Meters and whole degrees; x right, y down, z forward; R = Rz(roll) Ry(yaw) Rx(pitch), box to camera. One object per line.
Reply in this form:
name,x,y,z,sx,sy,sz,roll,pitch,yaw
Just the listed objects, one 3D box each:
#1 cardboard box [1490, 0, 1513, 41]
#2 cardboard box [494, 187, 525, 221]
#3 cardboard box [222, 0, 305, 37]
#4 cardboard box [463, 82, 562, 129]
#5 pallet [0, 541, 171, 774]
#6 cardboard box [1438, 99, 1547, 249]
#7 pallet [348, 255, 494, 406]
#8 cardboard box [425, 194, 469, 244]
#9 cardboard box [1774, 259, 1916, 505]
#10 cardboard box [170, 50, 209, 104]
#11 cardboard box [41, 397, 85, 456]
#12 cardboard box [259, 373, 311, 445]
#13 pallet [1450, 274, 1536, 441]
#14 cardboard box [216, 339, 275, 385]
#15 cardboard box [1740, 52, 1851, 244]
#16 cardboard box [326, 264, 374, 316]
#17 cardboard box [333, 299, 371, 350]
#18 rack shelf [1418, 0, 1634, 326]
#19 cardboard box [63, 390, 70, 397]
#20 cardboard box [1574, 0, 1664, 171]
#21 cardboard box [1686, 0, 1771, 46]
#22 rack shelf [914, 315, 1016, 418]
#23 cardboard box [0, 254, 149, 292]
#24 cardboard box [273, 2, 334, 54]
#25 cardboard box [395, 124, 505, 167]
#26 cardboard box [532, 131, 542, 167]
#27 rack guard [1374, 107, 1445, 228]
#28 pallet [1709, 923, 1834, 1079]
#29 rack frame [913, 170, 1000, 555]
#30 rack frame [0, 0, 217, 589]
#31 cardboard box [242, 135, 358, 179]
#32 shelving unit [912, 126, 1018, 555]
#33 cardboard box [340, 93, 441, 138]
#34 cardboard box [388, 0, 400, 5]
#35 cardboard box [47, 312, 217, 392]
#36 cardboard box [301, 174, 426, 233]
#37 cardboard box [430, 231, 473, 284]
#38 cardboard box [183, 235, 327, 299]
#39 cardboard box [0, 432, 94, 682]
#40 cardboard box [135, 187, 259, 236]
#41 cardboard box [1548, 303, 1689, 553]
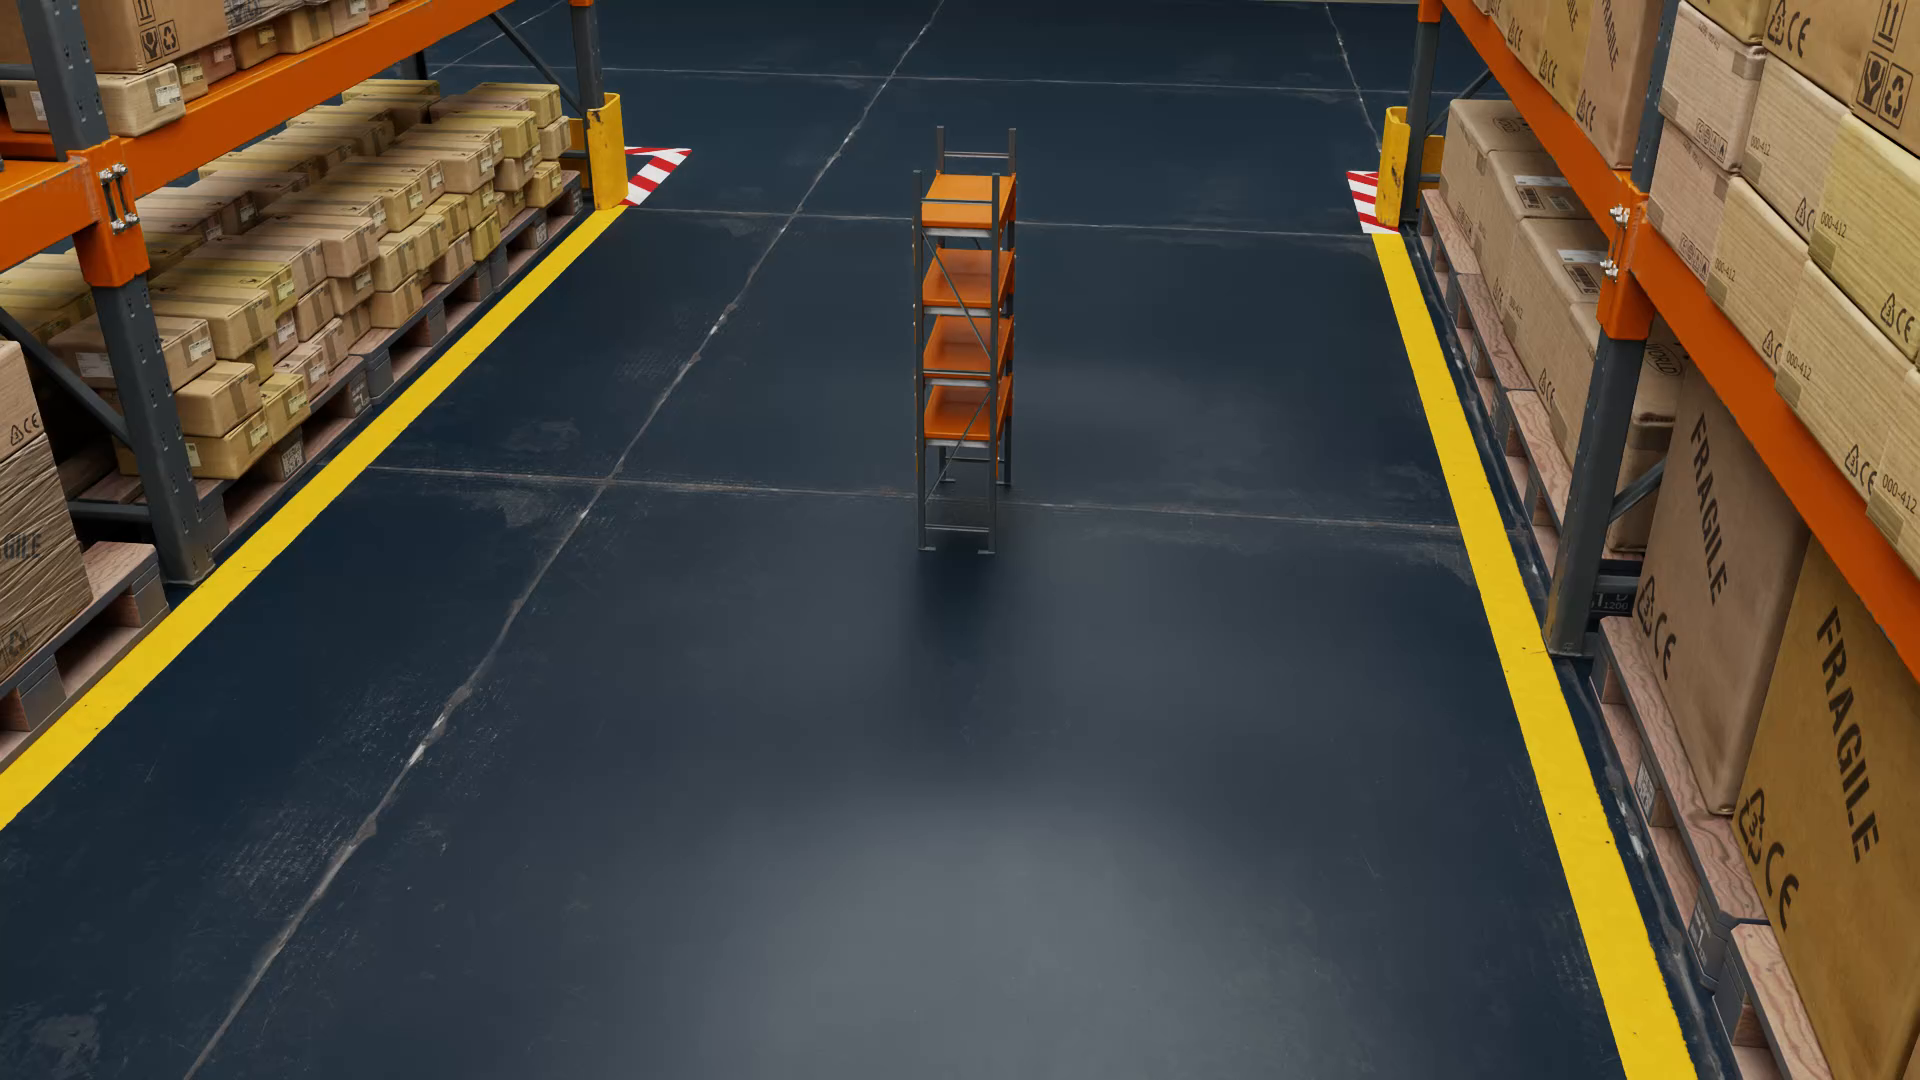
cardboard box,2.134,-1.996,5.686,0.500,0.500,0.500,4,29,8
cardboard box,-2.194,-1.539,7.508,0.380,0.149,0.250,3,28,6
cardboard box,-2.414,-1.860,5.120,0.500,0.500,0.500,3,28,6
cardboard box,-2.101,-2.044,7.816,0.380,0.149,0.250,4,29,7
pallet,-2.872,0.361,4.357,1.003,0.211,1.213,3,28,6
cardboard box,2.656,-1.616,7.346,0.875,0.438,0.875,2,28,4
pallet,-2.584,-0.899,6.697,1.003,0.211,1.213,3,28,6
cardboard box,-2.232,-1.303,6.755,0.380,0.149,0.250,5,29,9
cardboard box,1.691,-0.251,2.711,0.500,0.250,0.500,3,28,6
cardboard box,-2.460,-1.363,4.881,0.380,0.149,0.250,4,29,8
cardboard box,-3.068,-0.367,5.332,0.380,0.149,0.250,4,29,7
cardboard box,-2.382,-0.441,5.468,0.380,0.149,0.250,4,29,8
pallet,2.465,-0.694,6.317,1.003,0.211,1.213,3,28,6
cardboard box,-2.474,-0.570,5.395,0.380,0.149,0.250,4,29,7
cardboard box,1.777,-0.709,3.035,0.500,0.250,0.500,4,29,7
cardboard box,-2.387,-0.942,6.085,0.380,0.149,0.250,5,29,9
cardboard box,-2.423,-0.812,6.157,0.380,0.149,0.250,2,28,4
rack shelf,2.392,-1.618,5.848,1.077,0.370,4.000,3,28,6
cardboard box,-3.034,-0.589,5.429,0.380,0.149,0.250,2,28,4
cardboard box,1.950,-1.270,4.339,0.500,0.500,0.500,4,29,7
cardboard box,1.808,-1.287,3.316,0.500,0.500,0.500,4,29,7
rack shelf,0.020,-0.547,5.142,0.258,0.148,0.480,3,28,6
cardboard box,-2.977,-0.847,5.596,0.380,0.149,0.250,3,28,6
cardboard box,-2.345,-1.734,5.570,0.380,0.149,0.250,4,29,7
cardboard box,-2.189,-1.681,7.144,0.380,0.149,0.250,2,28,4
cardboard box,-2.155,-1.792,7.662,0.380,0.149,0.250,3,28,5
rack guard,2.640,-1.787,8.039,1.175,0.500,0.348,3,28,6
pallet,1.981,1.178,2.840,1.003,0.211,1.213,3,28,6
rack frame,-0.010,-0.491,4.897,0.240,1.200,0.015,3,28,6
rack frame,-2.778,-1.233,4.376,1.000,3.000,0.127,3,28,6
cardboard box,-2.753,-1.581,6.958,0.380,0.149,0.250,4,29,8
shelving unit,0.020,-0.606,5.110,0.258,1.200,0.503,3,28,6
cardboard box,-2.604,-1.944,7.631,0.380,0.149,0.250,4,29,7
cardboard box,-2.309,-2.108,6.266,0.380,0.149,0.250,4,29,7
cardboard box,-2.530,-0.575,5.090,0.380,0.149,0.250,4,29,8
cardboard box,-2.313,-1.309,6.453,0.380,0.149,0.250,3,29,6
cardboard box,-2.234,-1.171,6.824,0.380,0.149,0.250,4,29,7
cardboard box,-2.446,-0.947,5.781,0.380,0.149,0.250,3,28,5
cardboard box,-2.619,0.046,4.195,0.500,0.500,0.500,3,28,5
cardboard box,-2.906,-1.225,6.298,0.380,0.149,0.250,2,28,4
cardboard box,2.331,-0.339,4.975,0.875,0.438,0.875,3,28,5
